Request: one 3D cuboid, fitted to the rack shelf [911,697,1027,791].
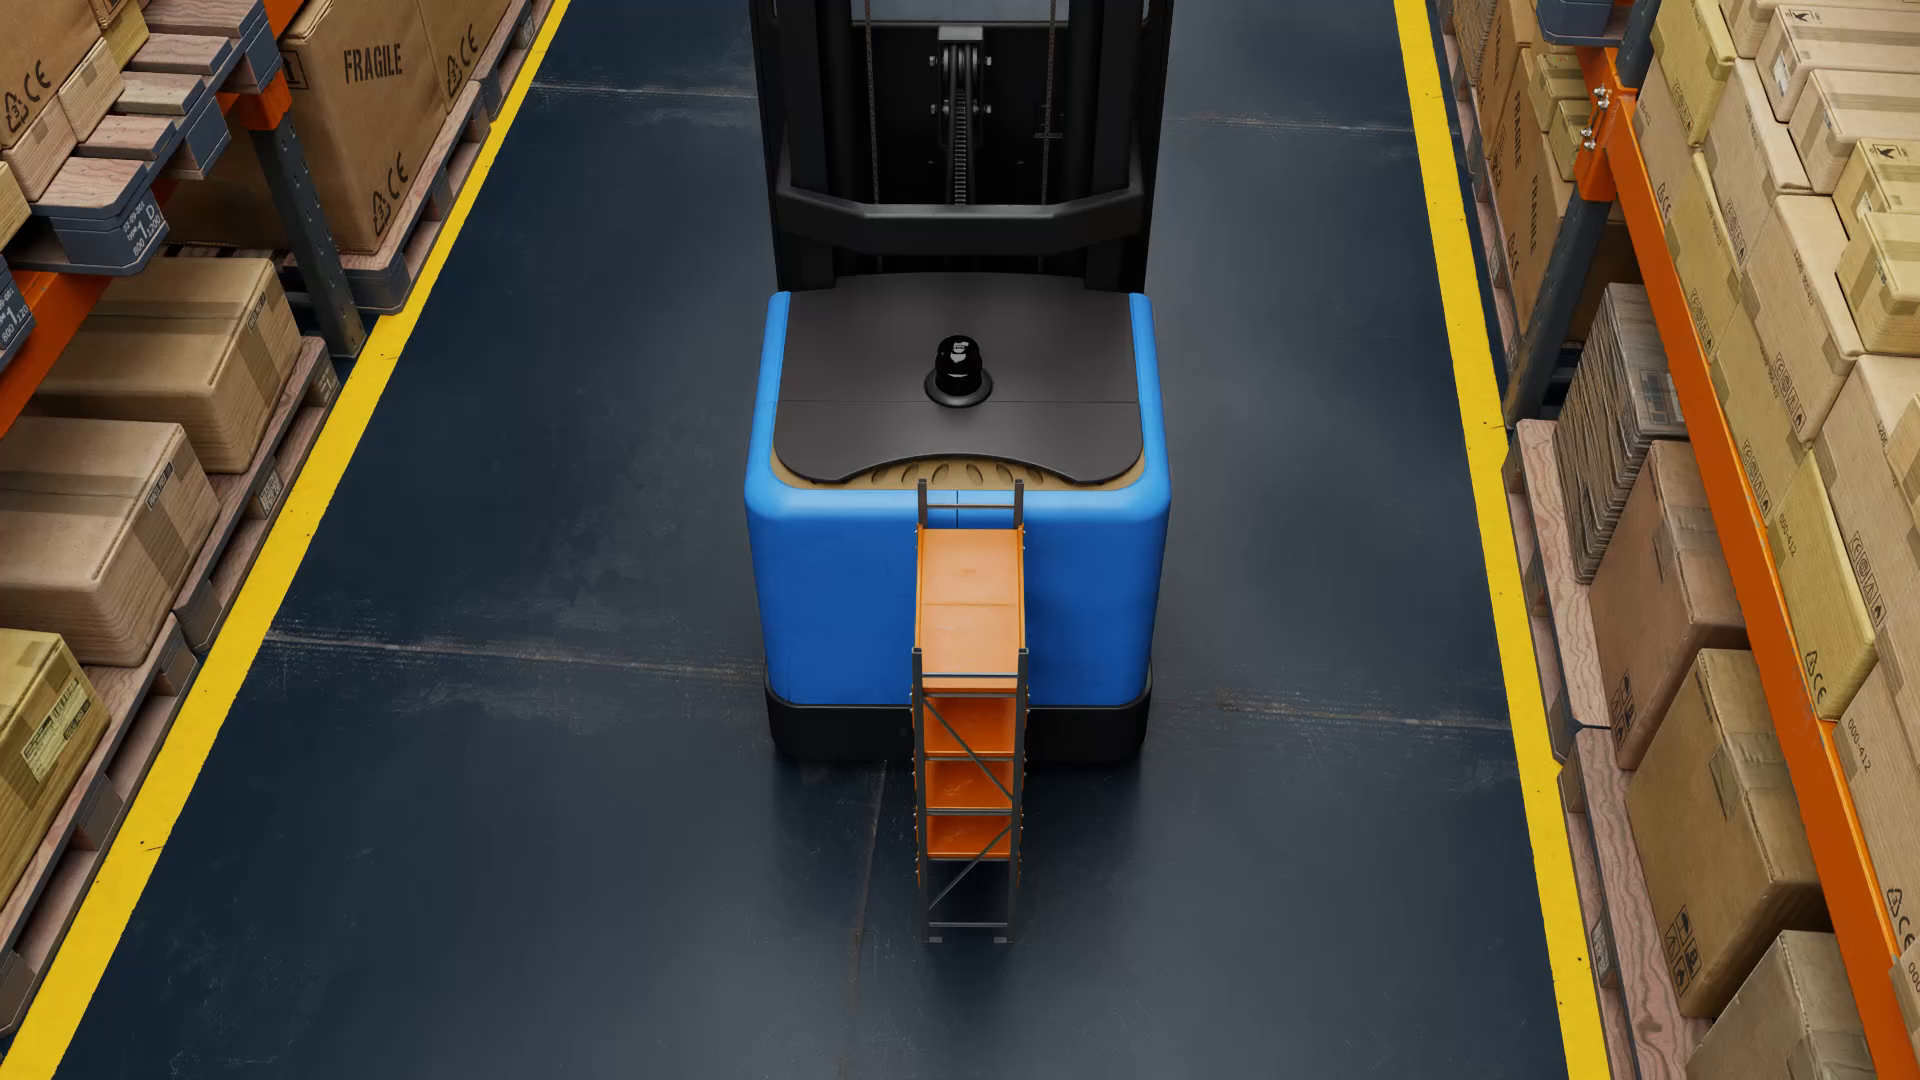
[{"bbox_3d":[0.022,0.346,3.908,0.258,0.148,0.480,0,48,0],"label":"rack shelf"}]

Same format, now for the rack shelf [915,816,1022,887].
[{"bbox_3d":[0.022,0.631,4.220,0.258,0.148,0.480,0,48,0],"label":"rack shelf"}]

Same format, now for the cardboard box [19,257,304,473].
[{"bbox_3d":[-2.669,-0.559,5.225,0.950,0.372,0.625,1,48,1],"label":"cardboard box"}]

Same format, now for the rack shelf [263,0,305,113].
[{"bbox_3d":[-2.425,-2.946,6.399,1.077,0.370,4.000,4,48,4],"label":"rack shelf"}]

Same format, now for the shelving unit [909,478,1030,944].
[{"bbox_3d":[0.022,0.452,4.024,0.258,1.200,0.503,0,48,0],"label":"shelving unit"}]

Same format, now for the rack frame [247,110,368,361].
[{"bbox_3d":[-2.607,-1.719,4.789,1.000,3.000,0.127,4,48,4],"label":"rack frame"}]

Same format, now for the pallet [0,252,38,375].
[{"bbox_3d":[-2.747,-0.197,3.527,1.003,0.211,1.213,4,48,4],"label":"pallet"}]

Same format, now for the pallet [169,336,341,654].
[{"bbox_3d":[-2.680,-0.203,5.293,1.003,0.211,1.213,4,48,4],"label":"pallet"}]

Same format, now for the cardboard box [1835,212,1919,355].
[{"bbox_3d":[1.907,-0.477,3.146,0.380,0.149,0.250,5,48,4],"label":"cardboard box"}]

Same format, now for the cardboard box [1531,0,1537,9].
[{"bbox_3d":[2.282,-2.052,6.064,0.380,0.149,0.250,3,48,3],"label":"cardboard box"}]

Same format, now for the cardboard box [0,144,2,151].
[{"bbox_3d":[-2.453,-0.890,3.477,0.500,0.500,0.500,1,48,1],"label":"cardboard box"}]

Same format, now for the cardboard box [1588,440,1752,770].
[{"bbox_3d":[2.214,0.210,4.350,0.875,0.625,0.625,5,48,5],"label":"cardboard box"}]

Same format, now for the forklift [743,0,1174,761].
[{"bbox_3d":[0.004,-1.448,4.589,1.130,2.935,3.031,0,48,0],"label":"forklift"}]

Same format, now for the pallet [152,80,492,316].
[{"bbox_3d":[-2.460,-1.352,6.343,1.003,0.211,1.213,4,48,4],"label":"pallet"}]

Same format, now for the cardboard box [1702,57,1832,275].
[{"bbox_3d":[2.006,-0.828,3.738,0.500,0.250,0.500,5,48,5],"label":"cardboard box"}]

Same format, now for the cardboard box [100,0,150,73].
[{"bbox_3d":[-2.355,-1.317,4.307,0.380,0.149,0.250,5,48,4],"label":"cardboard box"}]

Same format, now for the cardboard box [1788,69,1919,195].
[{"bbox_3d":[1.982,-0.846,3.484,0.380,0.149,0.250,4,48,4],"label":"cardboard box"}]

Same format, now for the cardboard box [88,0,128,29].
[{"bbox_3d":[-2.372,-1.642,4.165,0.500,0.500,0.500,3,48,2],"label":"cardboard box"}]

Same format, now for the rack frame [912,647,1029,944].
[{"bbox_3d":[0.021,0.632,3.859,0.240,1.200,0.015,0,48,0],"label":"rack frame"}]

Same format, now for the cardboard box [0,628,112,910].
[{"bbox_3d":[-2.803,0.541,4.219,0.950,0.372,0.625,5,48,5],"label":"cardboard box"}]

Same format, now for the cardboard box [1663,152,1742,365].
[{"bbox_3d":[2.001,-0.658,3.921,0.500,0.250,0.500,3,48,3],"label":"cardboard box"}]

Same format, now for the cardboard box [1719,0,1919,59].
[{"bbox_3d":[1.991,-1.230,3.835,0.380,0.149,0.250,5,48,4],"label":"cardboard box"}]

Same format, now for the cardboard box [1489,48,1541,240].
[{"bbox_3d":[2.217,-1.378,5.887,0.500,0.500,0.500,3,48,3],"label":"cardboard box"}]

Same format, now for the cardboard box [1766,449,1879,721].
[{"bbox_3d":[1.913,0.102,3.226,0.500,0.250,0.500,5,48,5],"label":"cardboard box"}]

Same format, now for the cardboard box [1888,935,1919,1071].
[{"bbox_3d":[1.797,0.845,2.546,0.500,0.250,0.500,4,48,3],"label":"cardboard box"}]

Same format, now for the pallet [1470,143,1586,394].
[{"bbox_3d":[2.442,-0.993,6.015,1.003,0.211,1.213,4,48,4],"label":"pallet"}]

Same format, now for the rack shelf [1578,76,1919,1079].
[{"bbox_3d":[2.154,0.325,3.408,1.077,0.370,4.000,4,48,4],"label":"rack shelf"}]

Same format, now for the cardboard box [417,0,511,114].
[{"bbox_3d":[-2.376,-2.300,6.477,0.875,0.875,0.875,4,48,4],"label":"cardboard box"}]

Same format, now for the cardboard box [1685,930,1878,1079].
[{"bbox_3d":[2.086,1.258,3.392,0.875,0.625,0.625,3,48,3],"label":"cardboard box"}]

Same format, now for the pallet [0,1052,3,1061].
[{"bbox_3d":[-2.902,1.590,3.653,1.003,0.211,1.213,4,48,4],"label":"pallet"}]

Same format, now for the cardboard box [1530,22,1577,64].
[{"bbox_3d":[2.191,-1.678,5.722,0.380,0.149,0.250,2,48,2],"label":"cardboard box"}]

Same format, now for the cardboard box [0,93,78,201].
[{"bbox_3d":[-2.364,-0.944,3.967,0.380,0.149,0.250,2,48,2],"label":"cardboard box"}]

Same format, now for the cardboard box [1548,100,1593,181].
[{"bbox_3d":[2.129,-1.285,5.362,0.380,0.149,0.250,2,48,2],"label":"cardboard box"}]

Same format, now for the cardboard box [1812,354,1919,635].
[{"bbox_3d":[1.918,-0.068,3.042,0.500,0.250,0.500,4,48,4],"label":"cardboard box"}]

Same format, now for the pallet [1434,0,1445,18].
[{"bbox_3d":[2.664,-2.785,7.655,1.003,0.211,1.213,4,48,4],"label":"pallet"}]

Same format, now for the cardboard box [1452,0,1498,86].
[{"bbox_3d":[2.290,-2.146,6.589,0.500,0.500,0.500,2,48,2],"label":"cardboard box"}]

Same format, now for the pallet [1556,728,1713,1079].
[{"bbox_3d":[2.108,1.050,4.147,1.003,0.211,1.213,4,48,4],"label":"pallet"}]
